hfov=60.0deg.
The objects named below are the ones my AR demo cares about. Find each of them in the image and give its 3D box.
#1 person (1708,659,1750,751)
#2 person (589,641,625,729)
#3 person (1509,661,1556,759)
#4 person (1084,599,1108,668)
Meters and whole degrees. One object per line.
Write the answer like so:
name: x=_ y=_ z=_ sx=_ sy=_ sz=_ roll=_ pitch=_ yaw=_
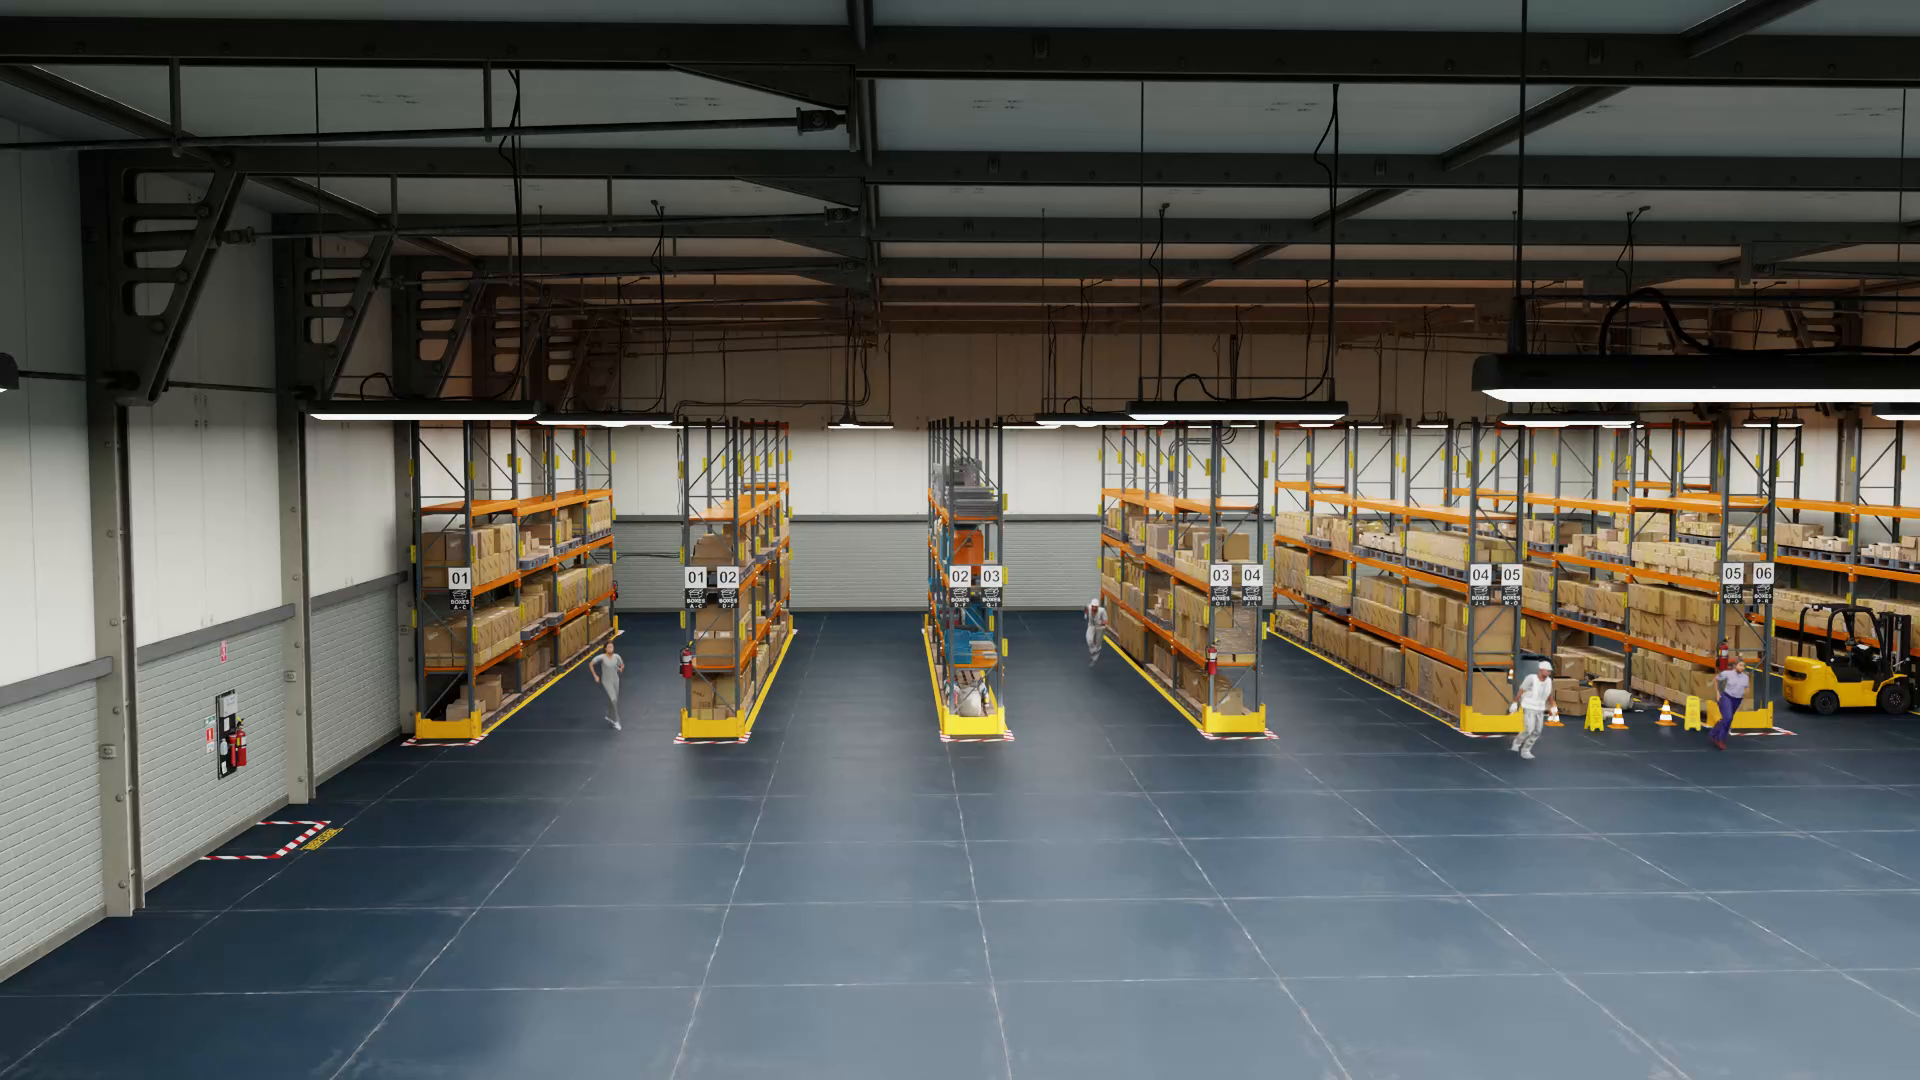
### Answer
person: x=13.877 y=2.937 z=30.071 sx=0.725 sy=1.602 sz=0.780 roll=-1 pitch=4 yaw=-13
person: x=-6.807 y=2.800 z=32.183 sx=0.662 sy=1.717 sz=0.714 roll=-3 pitch=5 yaw=-39
person: x=10.020 y=2.962 z=29.044 sx=0.710 sy=1.735 sz=0.628 roll=-2 pitch=4 yaw=-27
person: x=3.201 y=2.156 z=39.122 sx=0.667 sy=1.630 sz=1.150 roll=1 pitch=4 yaw=15
